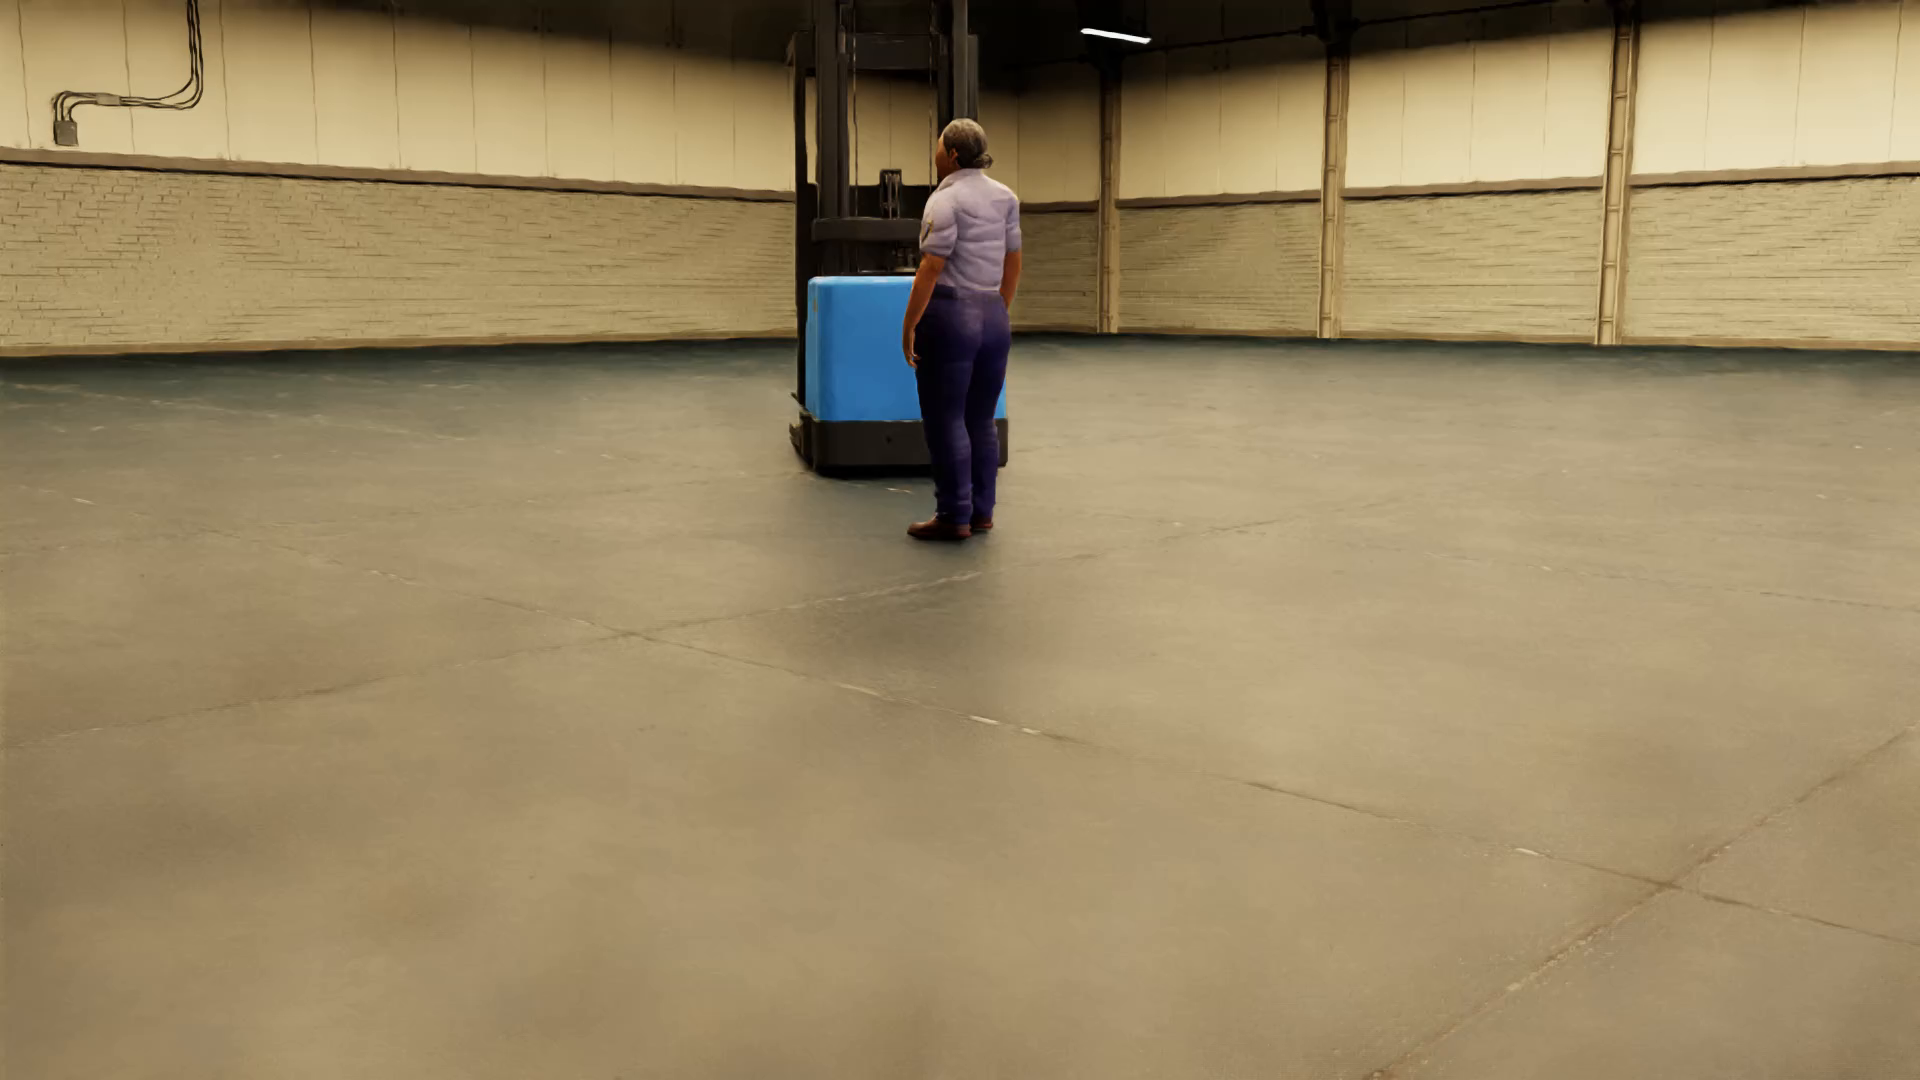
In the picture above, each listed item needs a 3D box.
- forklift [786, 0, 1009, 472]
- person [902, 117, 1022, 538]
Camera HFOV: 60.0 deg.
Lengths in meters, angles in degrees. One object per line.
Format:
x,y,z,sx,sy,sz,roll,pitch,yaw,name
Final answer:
-0.480,-2.008,10.207,1.130,2.935,3.031,-1,9,-9,forklift
-0.049,-0.834,6.671,0.502,1.650,0.599,8,12,43,person
